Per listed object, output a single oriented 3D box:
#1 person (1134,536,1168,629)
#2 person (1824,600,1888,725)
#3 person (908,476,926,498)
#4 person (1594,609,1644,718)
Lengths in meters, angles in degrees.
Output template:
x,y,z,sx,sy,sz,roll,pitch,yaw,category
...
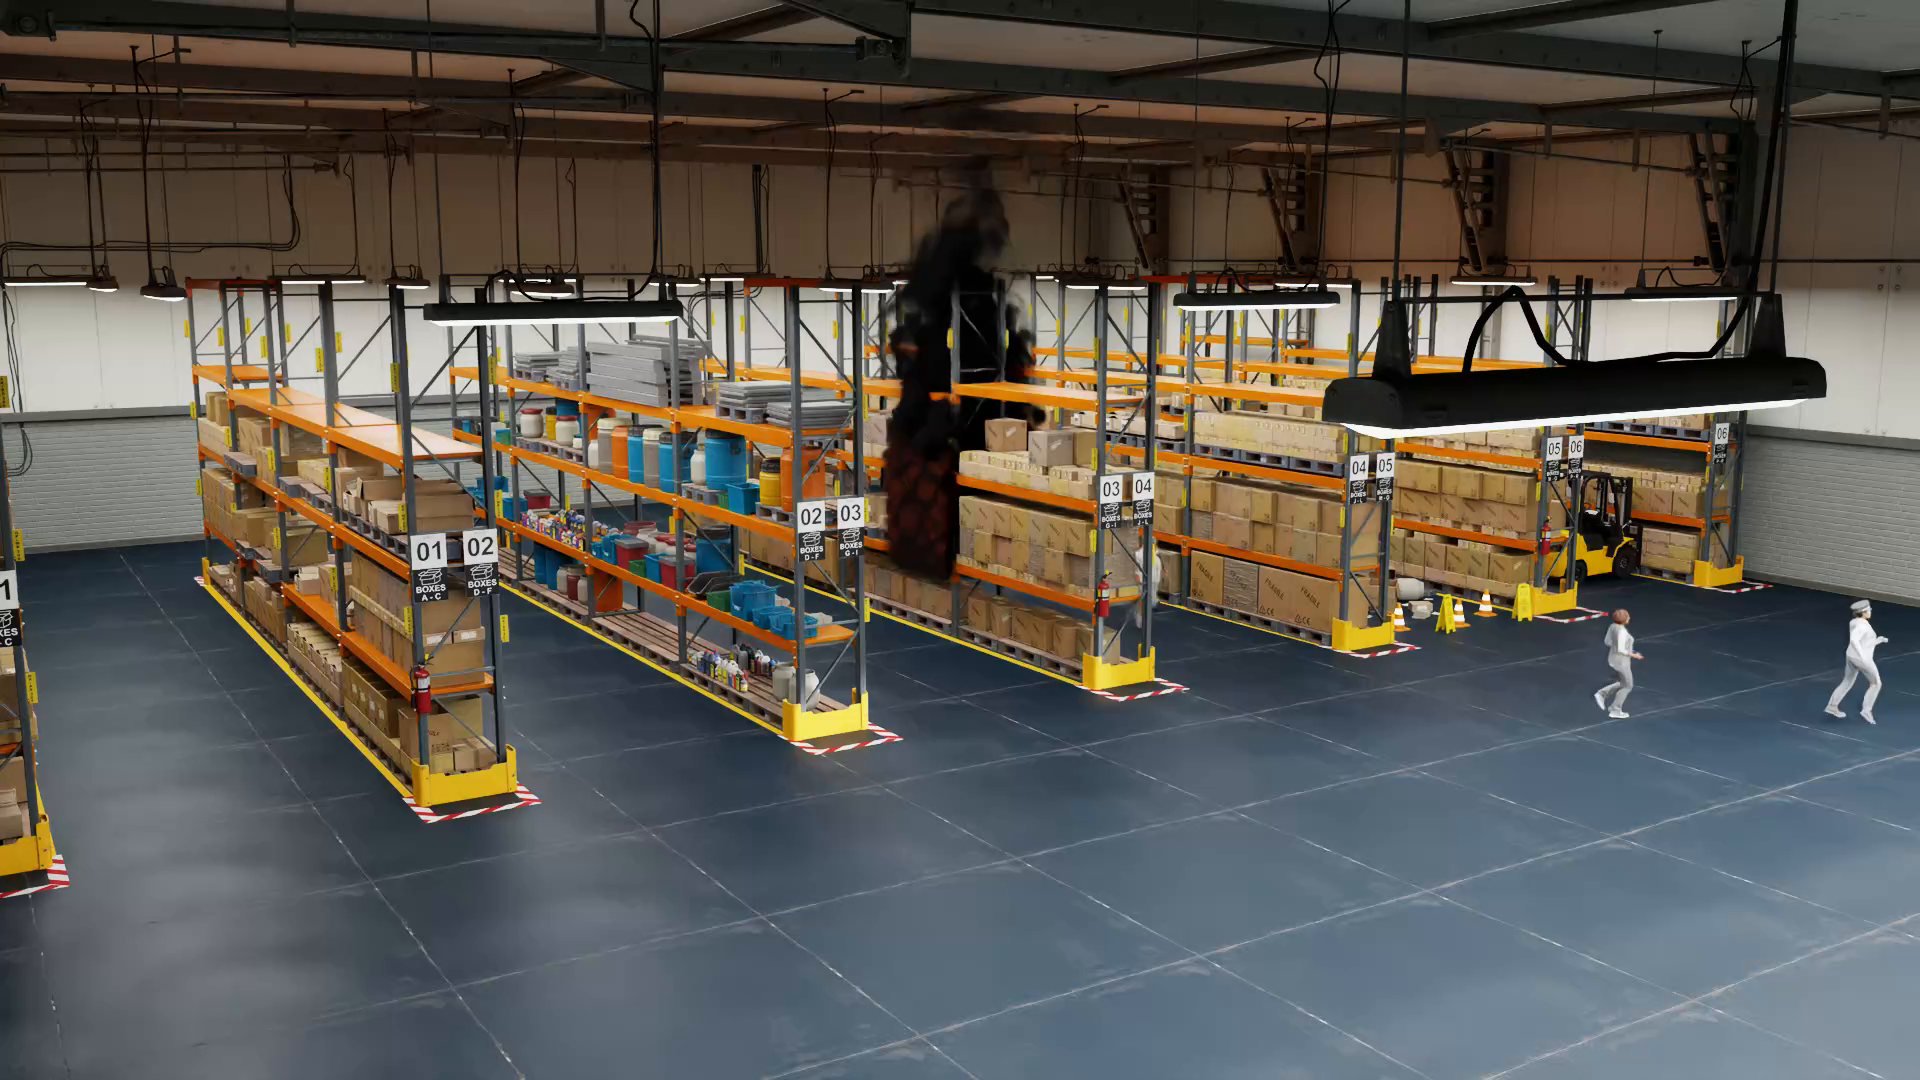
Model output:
x,y,z,sx,sy,sz,roll,pitch,yaw,category
3.295,0.729,28.751,0.586,1.636,0.612,9,13,42,person
12.399,1.690,22.916,0.712,1.747,0.578,0,10,1,person
-0.850,-0.600,36.222,0.717,1.763,0.821,-7,12,-34,person
9.173,1.717,23.138,0.560,1.550,0.532,1,10,4,person
